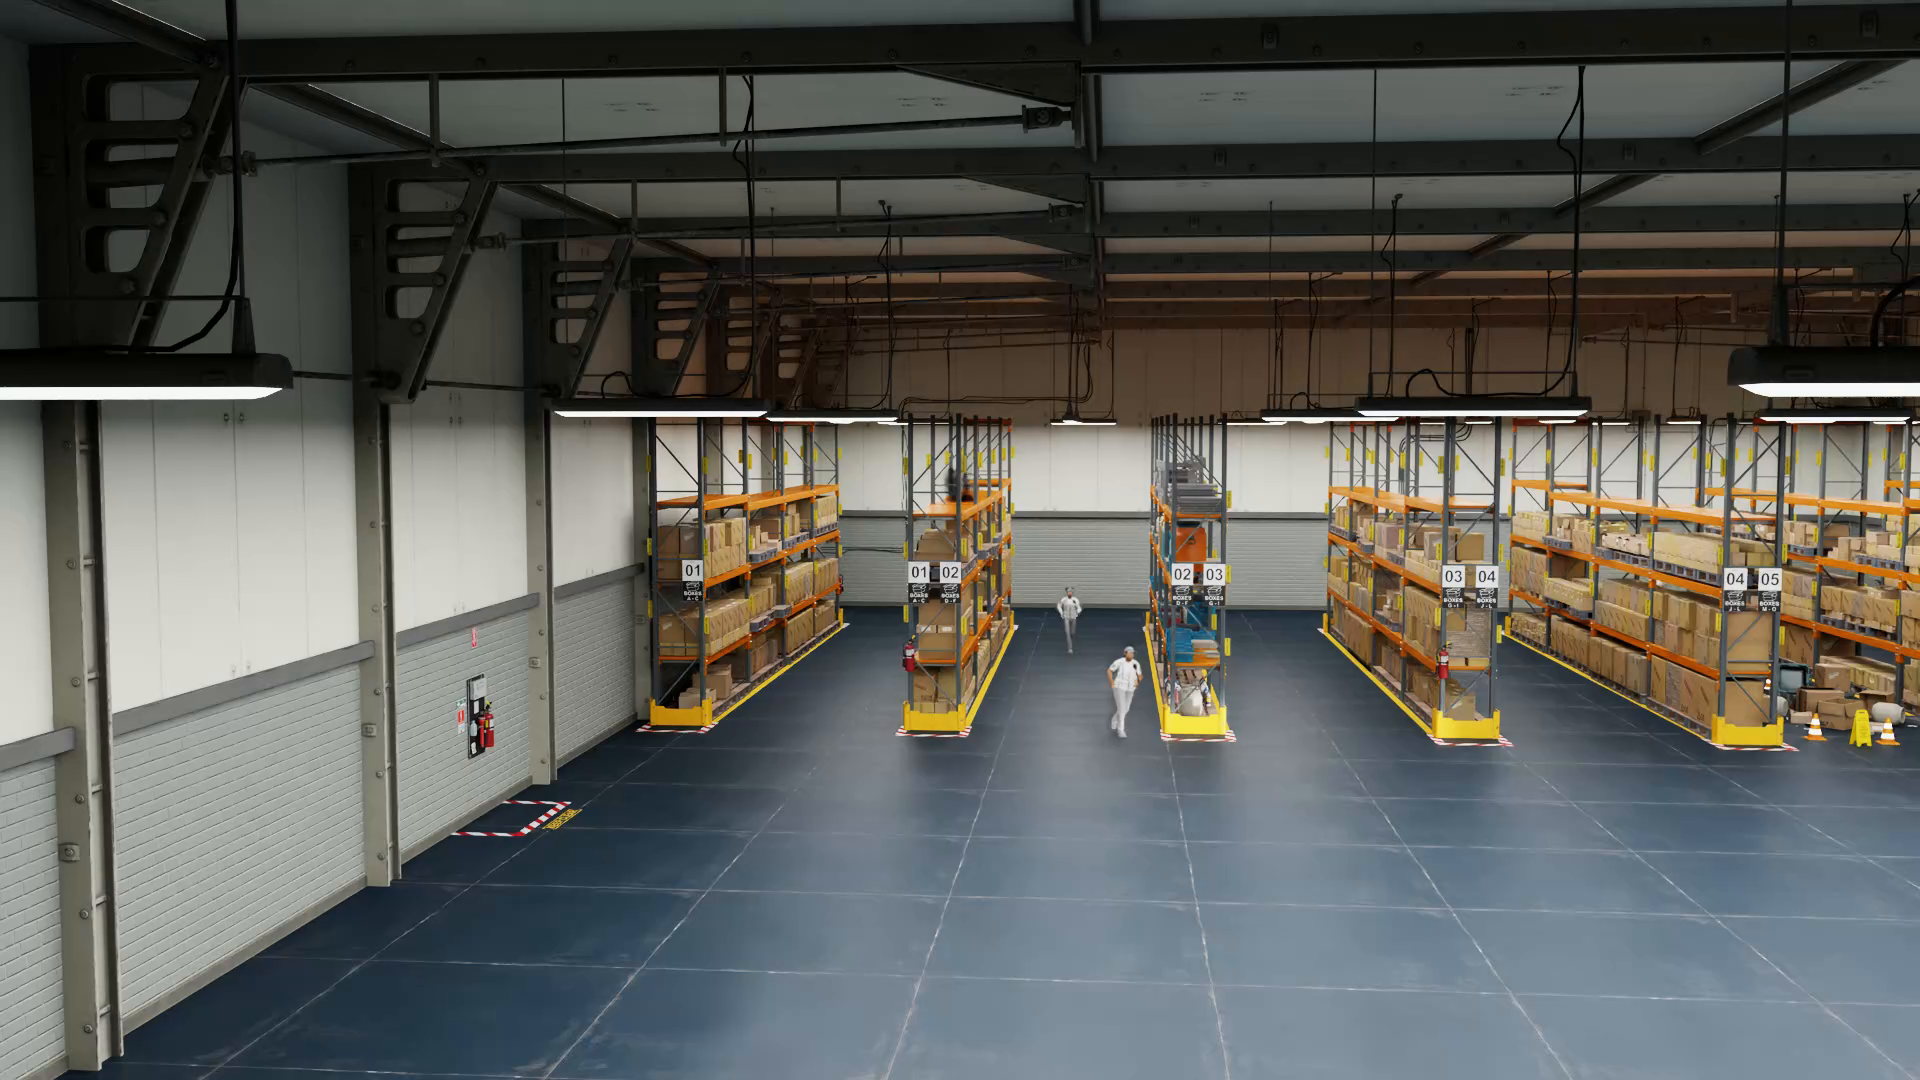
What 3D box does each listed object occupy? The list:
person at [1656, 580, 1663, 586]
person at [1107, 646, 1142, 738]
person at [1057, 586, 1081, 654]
[{"bbox_3d":[19.727,1.705,47.149,0.881,1.823,0.588,0,4,7],"label":"person"},{"bbox_3d":[3.103,2.821,31.137,0.626,1.666,0.759,-1,4,-17],"label":"person"},{"bbox_3d":[2.808,2.027,42.659,0.618,1.695,0.834,0,4,-2],"label":"person"}]
